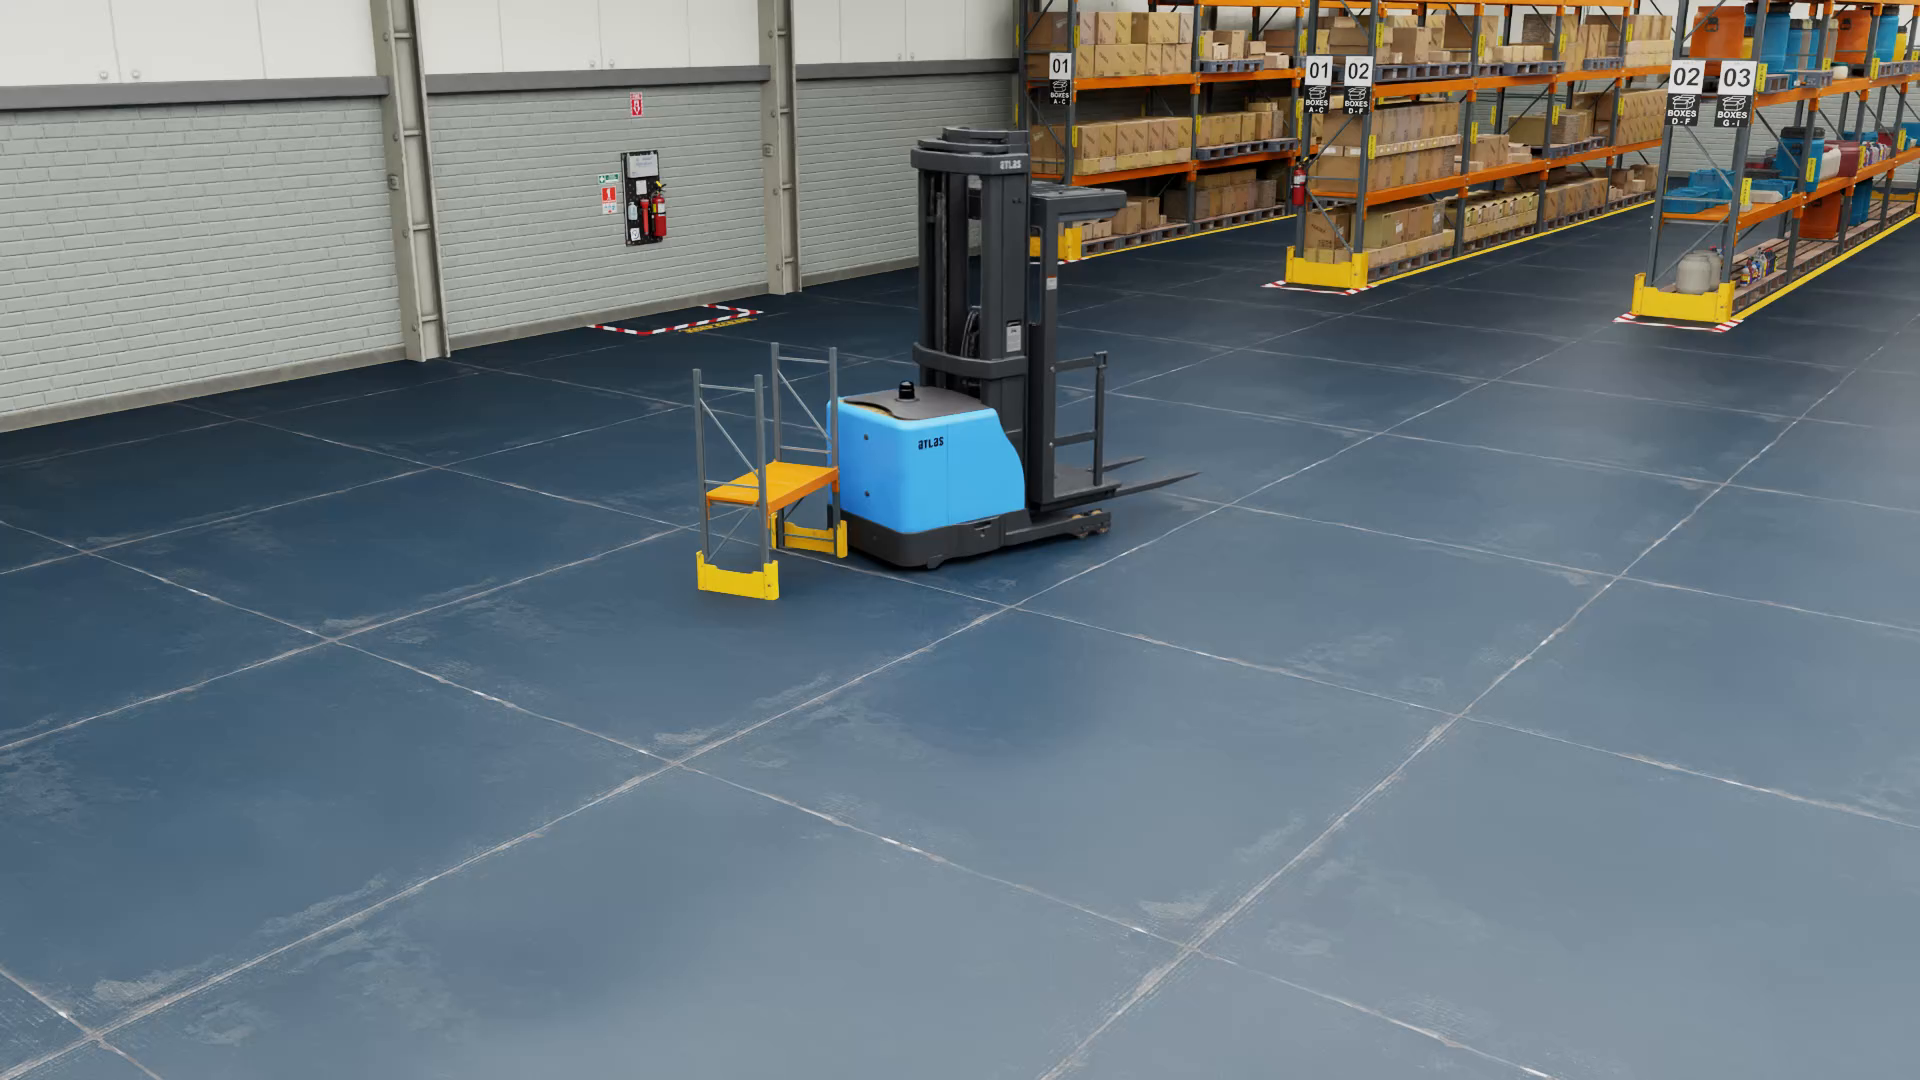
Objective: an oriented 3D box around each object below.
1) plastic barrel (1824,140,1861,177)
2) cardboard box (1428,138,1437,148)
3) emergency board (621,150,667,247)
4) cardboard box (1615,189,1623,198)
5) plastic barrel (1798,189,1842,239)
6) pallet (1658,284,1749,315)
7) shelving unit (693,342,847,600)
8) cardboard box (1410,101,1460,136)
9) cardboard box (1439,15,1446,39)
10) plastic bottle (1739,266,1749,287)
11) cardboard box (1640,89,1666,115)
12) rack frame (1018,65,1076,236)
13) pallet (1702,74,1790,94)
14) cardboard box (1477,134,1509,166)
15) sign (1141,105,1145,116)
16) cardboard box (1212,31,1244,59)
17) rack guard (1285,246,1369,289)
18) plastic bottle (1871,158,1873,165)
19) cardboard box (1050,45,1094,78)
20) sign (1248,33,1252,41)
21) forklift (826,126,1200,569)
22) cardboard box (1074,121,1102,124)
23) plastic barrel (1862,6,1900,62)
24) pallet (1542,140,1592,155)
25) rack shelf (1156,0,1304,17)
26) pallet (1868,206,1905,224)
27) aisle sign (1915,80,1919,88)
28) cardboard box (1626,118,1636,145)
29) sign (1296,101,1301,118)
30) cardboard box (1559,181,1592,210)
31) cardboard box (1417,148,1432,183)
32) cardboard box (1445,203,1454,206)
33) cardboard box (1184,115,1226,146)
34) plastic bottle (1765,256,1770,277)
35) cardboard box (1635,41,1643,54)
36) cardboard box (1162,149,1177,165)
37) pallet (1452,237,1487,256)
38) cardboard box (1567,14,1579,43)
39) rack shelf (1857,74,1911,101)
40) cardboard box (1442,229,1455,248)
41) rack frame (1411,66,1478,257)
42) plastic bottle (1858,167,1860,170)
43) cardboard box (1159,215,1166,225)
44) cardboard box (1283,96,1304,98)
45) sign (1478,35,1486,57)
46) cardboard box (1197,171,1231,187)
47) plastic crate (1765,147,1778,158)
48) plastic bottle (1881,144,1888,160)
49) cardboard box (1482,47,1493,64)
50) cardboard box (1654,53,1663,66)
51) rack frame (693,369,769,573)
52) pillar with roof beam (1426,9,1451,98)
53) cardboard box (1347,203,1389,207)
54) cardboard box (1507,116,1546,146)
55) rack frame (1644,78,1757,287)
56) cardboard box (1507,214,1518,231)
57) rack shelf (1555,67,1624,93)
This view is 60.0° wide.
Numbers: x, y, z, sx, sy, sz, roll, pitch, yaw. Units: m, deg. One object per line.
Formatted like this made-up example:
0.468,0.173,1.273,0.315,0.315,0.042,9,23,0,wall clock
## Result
14.060,-6.105,26.617,0.600,0.536,0.708,12,21,35,plastic barrel
7.136,-6.141,25.698,0.380,0.149,0.250,12,21,34,cardboard box
-3.986,-4.358,21.220,0.194,1.169,0.643,12,21,35,emergency board
13.432,-7.160,34.278,0.380,0.166,0.250,12,21,35,cardboard box
14.371,-5.488,27.810,0.600,0.830,0.708,12,21,35,plastic barrel
9.822,-3.186,22.148,1.003,0.211,1.213,12,21,35,pallet
-1.283,-0.498,11.319,0.587,1.500,1.083,7,19,22,shelving unit
7.474,-6.688,26.368,0.700,0.500,0.500,13,21,35,cardboard box
10.686,-11.605,37.611,0.500,0.500,0.500,12,21,35,cardboard box
10.657,-3.583,22.582,0.097,0.271,0.097,0,17,0,plastic bottle
14.539,-9.236,35.074,0.500,0.500,0.500,13,22,36,cardboard box
1.370,-6.050,26.667,1.000,3.000,0.127,12,21,35,rack frame
9.898,-5.821,21.191,1.003,0.211,1.213,12,21,35,pallet
9.130,-6.726,28.676,0.500,0.500,0.500,11,20,32,cardboard box
3.305,-7.653,29.876,0.100,0.325,0.005,12,21,35,sign
4.878,-9.093,30.532,0.500,0.500,0.500,12,21,33,cardboard box
5.336,-3.976,24.203,1.175,0.500,0.348,12,21,35,rack guard
15.717,-6.584,28.724,0.097,0.201,0.097,0,17,0,plastic bottle
1.770,-7.575,26.318,0.500,0.500,0.500,13,22,36,cardboard box
5.696,-9.772,32.591,0.100,0.325,0.005,12,21,35,sign
0.509,-1.530,12.230,3.031,2.935,1.130,-13,21,-36,forklift
2.092,-6.738,27.837,0.500,0.500,0.500,12,21,33,cardboard box
15.582,-8.596,28.256,0.600,0.901,0.708,12,21,35,plastic barrel
11.272,-7.453,31.509,1.003,0.211,1.213,12,21,35,pallet
4.945,-9.809,30.545,1.077,0.370,4.000,12,21,35,rack shelf
17.610,-6.299,32.172,1.003,0.211,1.213,12,21,35,pallet
19.138,-9.317,32.804,0.394,0.787,0.004,12,21,35,aisle sign
13.325,-8.277,33.670,0.500,0.500,0.500,13,21,36,cardboard box
6.578,-8.377,32.341,0.100,0.325,0.005,12,21,35,sign
11.836,-6.646,32.060,0.500,0.500,0.500,13,21,35,cardboard box
6.863,-5.823,25.769,0.700,0.500,0.500,13,21,35,cardboard box
8.050,-5.555,28.058,0.500,0.311,0.500,13,22,36,cardboard box
4.423,-7.507,30.450,0.700,0.500,0.500,15,23,40,cardboard box
11.379,-3.868,23.481,0.061,0.283,0.133,14,22,38,plastic bottle
13.286,-9.824,33.174,0.500,0.250,0.500,12,21,35,cardboard box
3.411,-6.657,28.841,0.500,0.250,0.500,13,21,35,cardboard box
8.141,-4.979,27.920,1.003,0.211,1.213,12,21,35,pallet
10.990,-9.384,30.492,0.500,0.500,0.500,12,21,35,cardboard box
15.285,-7.770,28.361,1.077,0.370,4.000,12,21,35,rack shelf
7.633,-4.866,26.784,0.500,0.250,0.500,12,21,35,cardboard box
7.734,-6.128,26.919,1.000,3.000,0.127,12,21,35,rack frame
15.003,-6.329,27.762,0.061,0.283,0.133,12,21,35,plastic bottle
3.459,-5.727,29.662,0.380,0.166,0.250,9,20,28,cardboard box
6.818,-8.911,33.912,0.500,0.250,0.500,12,21,33,cardboard box
8.180,-7.747,26.071,0.100,0.325,0.005,12,21,35,sign
4.745,-6.785,31.244,0.500,0.250,0.500,12,21,33,cardboard box
12.884,-5.904,26.091,0.402,0.464,0.583,12,21,35,plastic crate
16.501,-6.947,29.765,0.152,0.276,0.135,12,21,35,plastic bottle
8.434,-7.966,27.324,0.500,0.250,0.500,10,20,29,cardboard box
14.195,-9.939,34.388,0.500,0.250,0.500,12,21,35,cardboard box
-1.489,-0.357,10.866,0.500,1.500,0.032,7,19,22,rack frame
15.275,-12.761,38.162,9.100,9.000,0.400,12,21,35,pillar with roof beam
6.314,-4.961,25.824,0.500,0.500,0.500,12,21,35,cardboard box
10.402,-7.499,30.457,0.700,0.500,0.500,5,18,16,cardboard box
9.326,-4.299,21.029,1.000,3.000,0.127,12,21,35,rack frame
9.393,-5.557,29.009,0.500,0.250,0.500,13,21,36,cardboard box
11.309,-8.646,31.183,1.077,0.370,4.000,12,21,35,rack shelf
